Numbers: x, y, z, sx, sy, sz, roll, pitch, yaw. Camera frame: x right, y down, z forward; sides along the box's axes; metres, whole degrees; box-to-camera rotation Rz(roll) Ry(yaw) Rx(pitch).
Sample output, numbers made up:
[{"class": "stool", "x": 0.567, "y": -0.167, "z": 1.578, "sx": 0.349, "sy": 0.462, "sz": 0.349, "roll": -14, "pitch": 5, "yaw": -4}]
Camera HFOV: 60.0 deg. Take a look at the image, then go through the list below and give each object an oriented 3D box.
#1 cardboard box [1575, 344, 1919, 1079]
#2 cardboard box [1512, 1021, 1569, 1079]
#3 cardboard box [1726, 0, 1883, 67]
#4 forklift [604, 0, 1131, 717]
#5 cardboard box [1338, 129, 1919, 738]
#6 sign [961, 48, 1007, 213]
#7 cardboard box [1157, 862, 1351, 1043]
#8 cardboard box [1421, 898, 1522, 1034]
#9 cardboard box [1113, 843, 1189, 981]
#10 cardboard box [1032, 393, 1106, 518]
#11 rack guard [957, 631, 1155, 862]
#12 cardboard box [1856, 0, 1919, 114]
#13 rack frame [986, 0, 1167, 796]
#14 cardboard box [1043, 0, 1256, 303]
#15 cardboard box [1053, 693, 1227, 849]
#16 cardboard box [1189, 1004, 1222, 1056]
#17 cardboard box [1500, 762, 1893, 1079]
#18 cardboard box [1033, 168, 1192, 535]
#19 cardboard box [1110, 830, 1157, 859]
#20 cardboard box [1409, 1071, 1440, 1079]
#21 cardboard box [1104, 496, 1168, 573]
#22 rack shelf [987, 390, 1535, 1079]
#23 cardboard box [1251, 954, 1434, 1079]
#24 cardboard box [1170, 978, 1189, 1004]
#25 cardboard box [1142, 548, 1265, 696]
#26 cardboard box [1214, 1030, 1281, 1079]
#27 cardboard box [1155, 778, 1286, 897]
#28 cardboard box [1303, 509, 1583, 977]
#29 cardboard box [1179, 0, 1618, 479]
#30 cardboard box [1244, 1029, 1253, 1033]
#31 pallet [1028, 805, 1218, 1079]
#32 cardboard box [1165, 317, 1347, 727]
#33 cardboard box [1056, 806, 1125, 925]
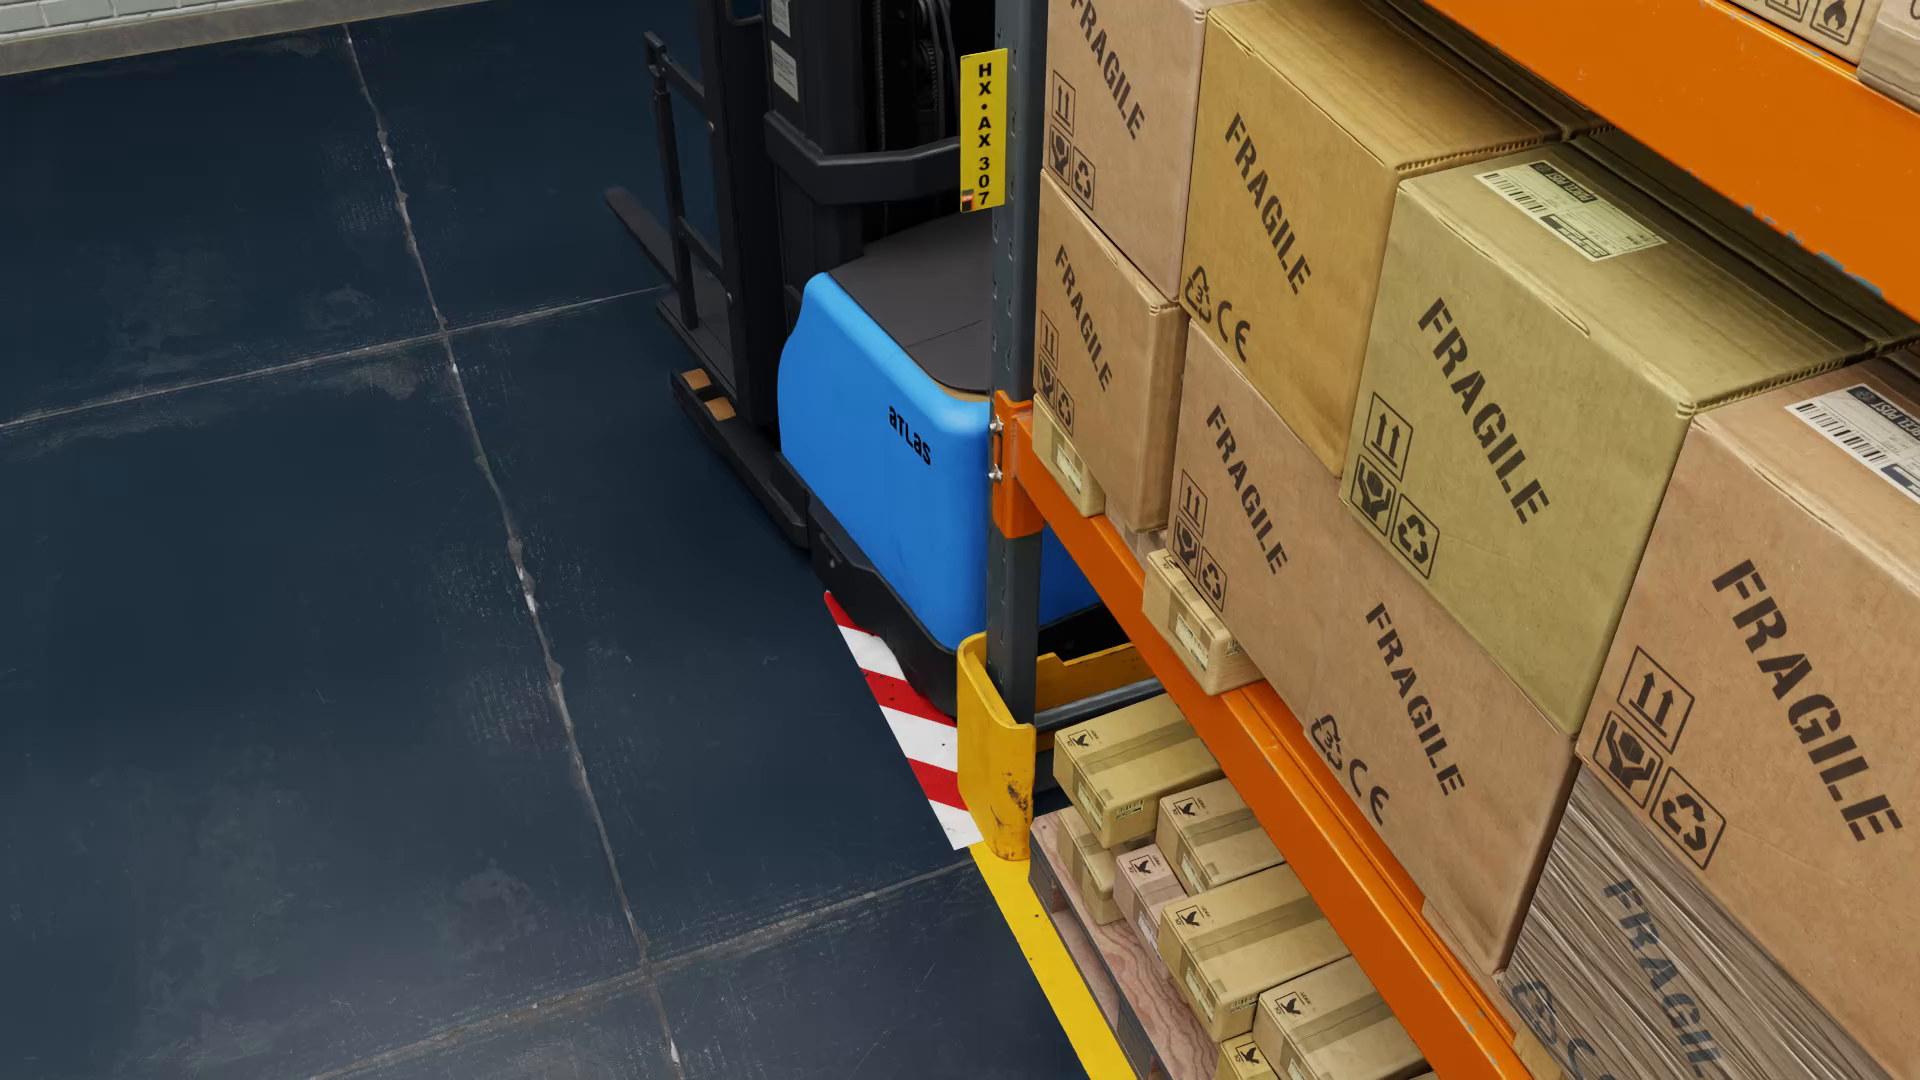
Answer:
[{"class": "cardboard box", "x": 1.052, "y": 0.144, "z": 1.710, "sx": 0.500, "sy": 0.500, "sz": 0.500, "roll": -16, "pitch": 43, "yaw": -18}, {"class": "cardboard box", "x": 1.015, "y": 0.709, "z": 2.318, "sx": 0.380, "sy": 0.149, "sz": 0.250, "roll": -14, "pitch": 43, "yaw": -15}, {"class": "cardboard box", "x": 0.892, "y": -0.711, "z": 1.591, "sx": 0.500, "sy": 0.250, "sz": 0.500, "roll": -16, "pitch": 43, "yaw": -18}, {"class": "forklift", "x": -0.334, "y": -1.565, "z": 4.822, "sx": 1.130, "sy": 2.935, "sz": 3.031, "roll": -21, "pitch": 45, "yaw": -23}, {"class": "cardboard box", "x": 0.853, "y": -0.162, "z": 2.066, "sx": 0.500, "sy": 0.500, "sz": 0.500, "roll": -16, "pitch": 43, "yaw": -18}, {"class": "sign", "x": 0.048, "y": -0.783, "z": 3.196, "sx": 0.100, "sy": 0.325, "sz": 0.005, "roll": -15, "pitch": 43, "yaw": -17}, {"class": "cardboard box", "x": 0.631, "y": 0.826, "z": 3.397, "sx": 0.380, "sy": 0.149, "sz": 0.250, "roll": -15, "pitch": 43, "yaw": -17}, {"class": "cardboard box", "x": 0.935, "y": 0.548, "z": 2.505, "sx": 0.380, "sy": 0.149, "sz": 0.250, "roll": -16, "pitch": 43, "yaw": -18}, {"class": "cardboard box", "x": 0.565, "y": 0.778, "z": 3.682, "sx": 0.380, "sy": 0.149, "sz": 0.250, "roll": -15, "pitch": 43, "yaw": -17}, {"class": "cardboard box", "x": 0.371, "y": -0.218, "z": 3.396, "sx": 0.380, "sy": 0.149, "sz": 0.250, "roll": -15, "pitch": 43, "yaw": -17}, {"class": "rack guard", "x": 0.579, "y": 0.403, "z": 4.397, "sx": 1.175, "sy": 0.500, "sz": 0.348, "roll": -15, "pitch": 43, "yaw": -17}, {"class": "cardboard box", "x": 1.079, "y": -0.397, "z": 1.226, "sx": 0.500, "sy": 0.250, "sz": 0.500, "roll": -15, "pitch": 43, "yaw": -17}, {"class": "rack frame", "x": 0.549, "y": -0.590, "z": 3.636, "sx": 1.000, "sy": 3.000, "sz": 0.127, "roll": -15, "pitch": 43, "yaw": -17}, {"class": "cardboard box", "x": 0.476, "y": -0.783, "z": 2.789, "sx": 0.500, "sy": 0.500, "sz": 0.500, "roll": -15, "pitch": 43, "yaw": -17}, {"class": "cardboard box", "x": 0.436, "y": 0.506, "z": 3.769, "sx": 0.380, "sy": 0.149, "sz": 0.250, "roll": -17, "pitch": 44, "yaw": -19}, {"class": "cardboard box", "x": 0.731, "y": 1.012, "z": 3.637, "sx": 0.380, "sy": 0.149, "sz": 0.250, "roll": -15, "pitch": 43, "yaw": -16}, {"class": "cardboard box", "x": 1.071, "y": 0.518, "z": 2.042, "sx": 0.500, "sy": 0.500, "sz": 0.500, "roll": -16, "pitch": 43, "yaw": -18}, {"class": "cardboard box", "x": 0.466, "y": -0.401, "z": 3.111, "sx": 0.500, "sy": 0.500, "sz": 0.500, "roll": -13, "pitch": 42, "yaw": -15}, {"class": "cardboard box", "x": 0.513, "y": 0.598, "z": 3.890, "sx": 0.380, "sy": 0.149, "sz": 0.250, "roll": -13, "pitch": 42, "yaw": -15}, {"class": "cardboard box", "x": 0.899, "y": 1.124, "z": 3.050, "sx": 0.380, "sy": 0.149, "sz": 0.250, "roll": -14, "pitch": 43, "yaw": -15}, {"class": "cardboard box", "x": 0.506, "y": -0.075, "z": 3.229, "sx": 0.380, "sy": 0.149, "sz": 0.250, "roll": -14, "pitch": 43, "yaw": -15}, {"class": "rack shelf", "x": 1.315, "y": 0.887, "z": 2.469, "sx": 1.077, "sy": 0.370, "sz": 4.000, "roll": -15, "pitch": 43, "yaw": -17}, {"class": "cardboard box", "x": 0.802, "y": 0.955, "z": 3.247, "sx": 0.380, "sy": 0.149, "sz": 0.250, "roll": -17, "pitch": 44, "yaw": -19}, {"class": "cardboard box", "x": 0.630, "y": 0.864, "z": 3.809, "sx": 0.380, "sy": 0.149, "sz": 0.250, "roll": -15, "pitch": 43, "yaw": -17}, {"class": "cardboard box", "x": 0.560, "y": 0.100, "z": 3.025, "sx": 0.380, "sy": 0.149, "sz": 0.250, "roll": -16, "pitch": 43, "yaw": -18}, {"class": "cardboard box", "x": 0.739, "y": 1.085, "z": 3.325, "sx": 0.380, "sy": 0.149, "sz": 0.250, "roll": -14, "pitch": 43, "yaw": -16}, {"class": "cardboard box", "x": 0.653, "y": 0.642, "z": 3.610, "sx": 0.380, "sy": 0.149, "sz": 0.250, "roll": -14, "pitch": 43, "yaw": -16}, {"class": "cardboard box", "x": 0.870, "y": 0.213, "z": 2.397, "sx": 0.500, "sy": 0.500, "sz": 0.500, "roll": -15, "pitch": 43, "yaw": -16}, {"class": "cardboard box", "x": 0.675, "y": -0.481, "z": 2.437, "sx": 0.500, "sy": 0.500, "sz": 0.500, "roll": -14, "pitch": 43, "yaw": -16}, {"class": "cardboard box", "x": 0.741, "y": 0.903, "z": 3.536, "sx": 0.380, "sy": 0.149, "sz": 0.250, "roll": -15, "pitch": 43, "yaw": -16}, {"class": "pallet", "x": 0.857, "y": 1.011, "z": 3.912, "sx": 1.003, "sy": 0.211, "sz": 1.213, "roll": -15, "pitch": 43, "yaw": -17}, {"class": "cardboard box", "x": 0.694, "y": -0.085, "z": 2.744, "sx": 0.500, "sy": 0.500, "sz": 0.500, "roll": -15, "pitch": 43, "yaw": -17}, {"class": "cardboard box", "x": 0.454, "y": 0.727, "z": 3.968, "sx": 0.380, "sy": 0.149, "sz": 0.250, "roll": -14, "pitch": 43, "yaw": -16}]
